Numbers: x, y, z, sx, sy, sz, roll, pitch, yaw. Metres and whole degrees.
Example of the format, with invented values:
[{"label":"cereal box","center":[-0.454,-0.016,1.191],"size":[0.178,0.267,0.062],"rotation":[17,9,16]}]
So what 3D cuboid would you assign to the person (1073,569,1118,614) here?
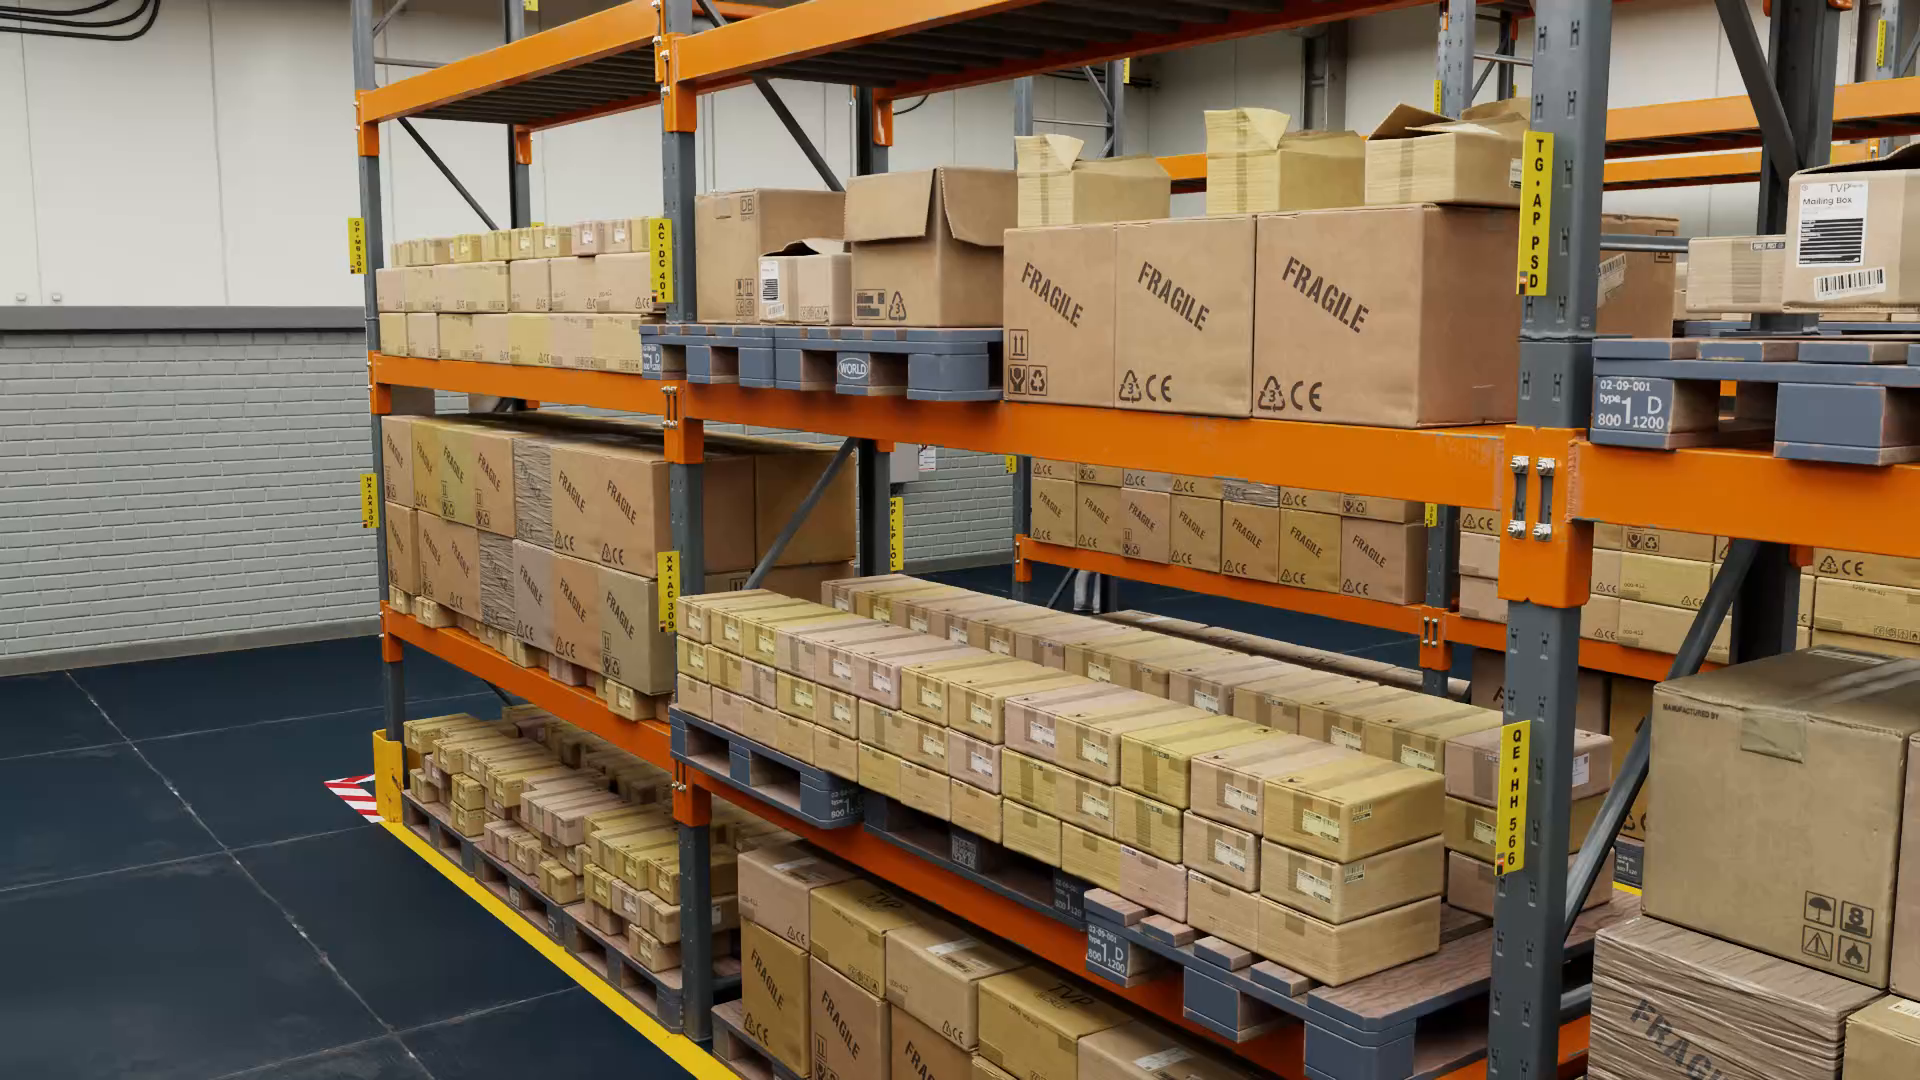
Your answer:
[{"label":"person","center":[1.398,-0.078,16.931],"size":[0.563,1.657,0.452],"rotation":[-6,10,-37]}]
